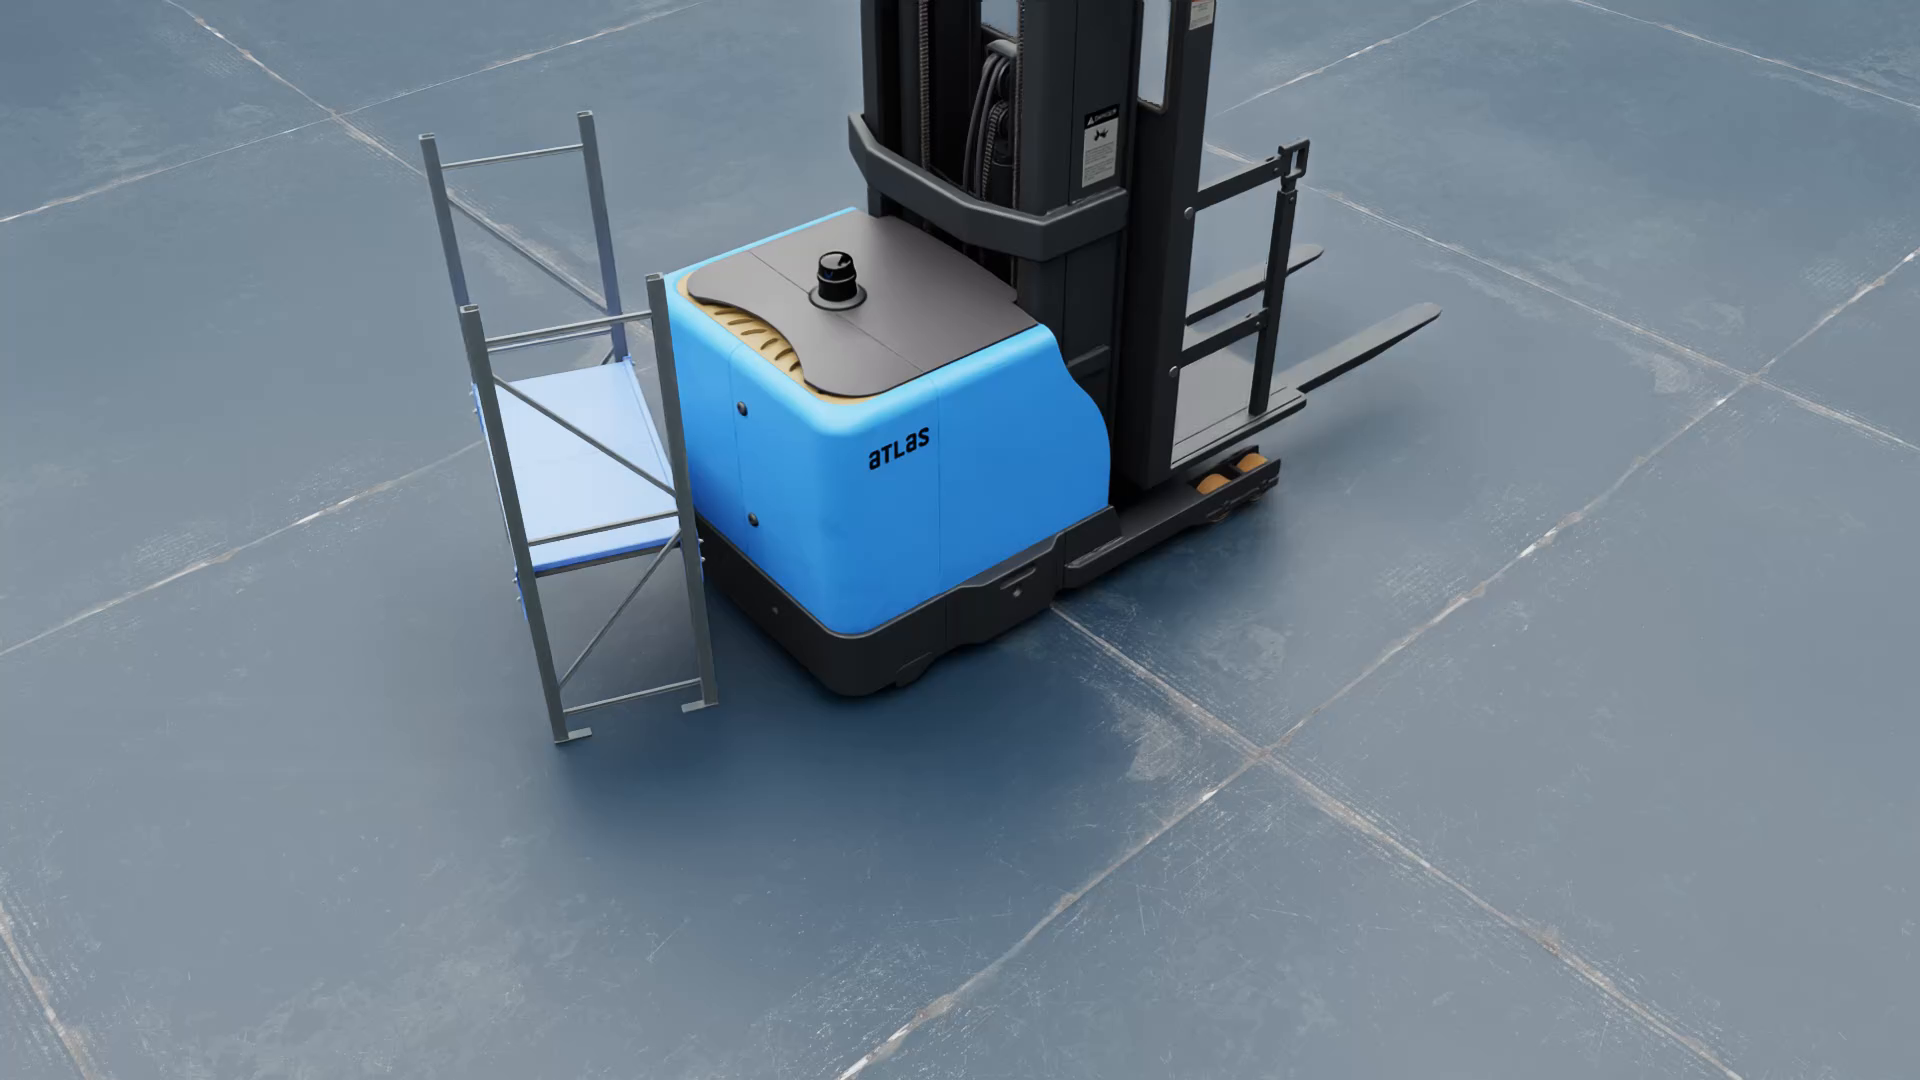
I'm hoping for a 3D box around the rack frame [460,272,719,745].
[{"bbox_3d":[-0.984,-0.031,4.595,0.500,1.500,0.032,-13,41,-15],"label":"rack frame"}]

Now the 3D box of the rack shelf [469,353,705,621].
[{"bbox_3d":[-1.156,-0.192,5.080,0.538,0.185,1.000,-13,41,-15],"label":"rack shelf"}]

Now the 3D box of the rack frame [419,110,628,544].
[{"bbox_3d":[-1.327,-0.632,5.339,0.500,1.500,0.032,-13,41,-15],"label":"rack frame"}]

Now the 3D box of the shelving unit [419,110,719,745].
[{"bbox_3d":[-1.156,-0.332,4.967,0.538,1.500,1.048,-13,41,-15],"label":"shelving unit"}]

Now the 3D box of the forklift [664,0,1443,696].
[{"bbox_3d":[0.508,-1.437,5.197,3.031,2.935,1.130,-27,46,-29],"label":"forklift"}]
